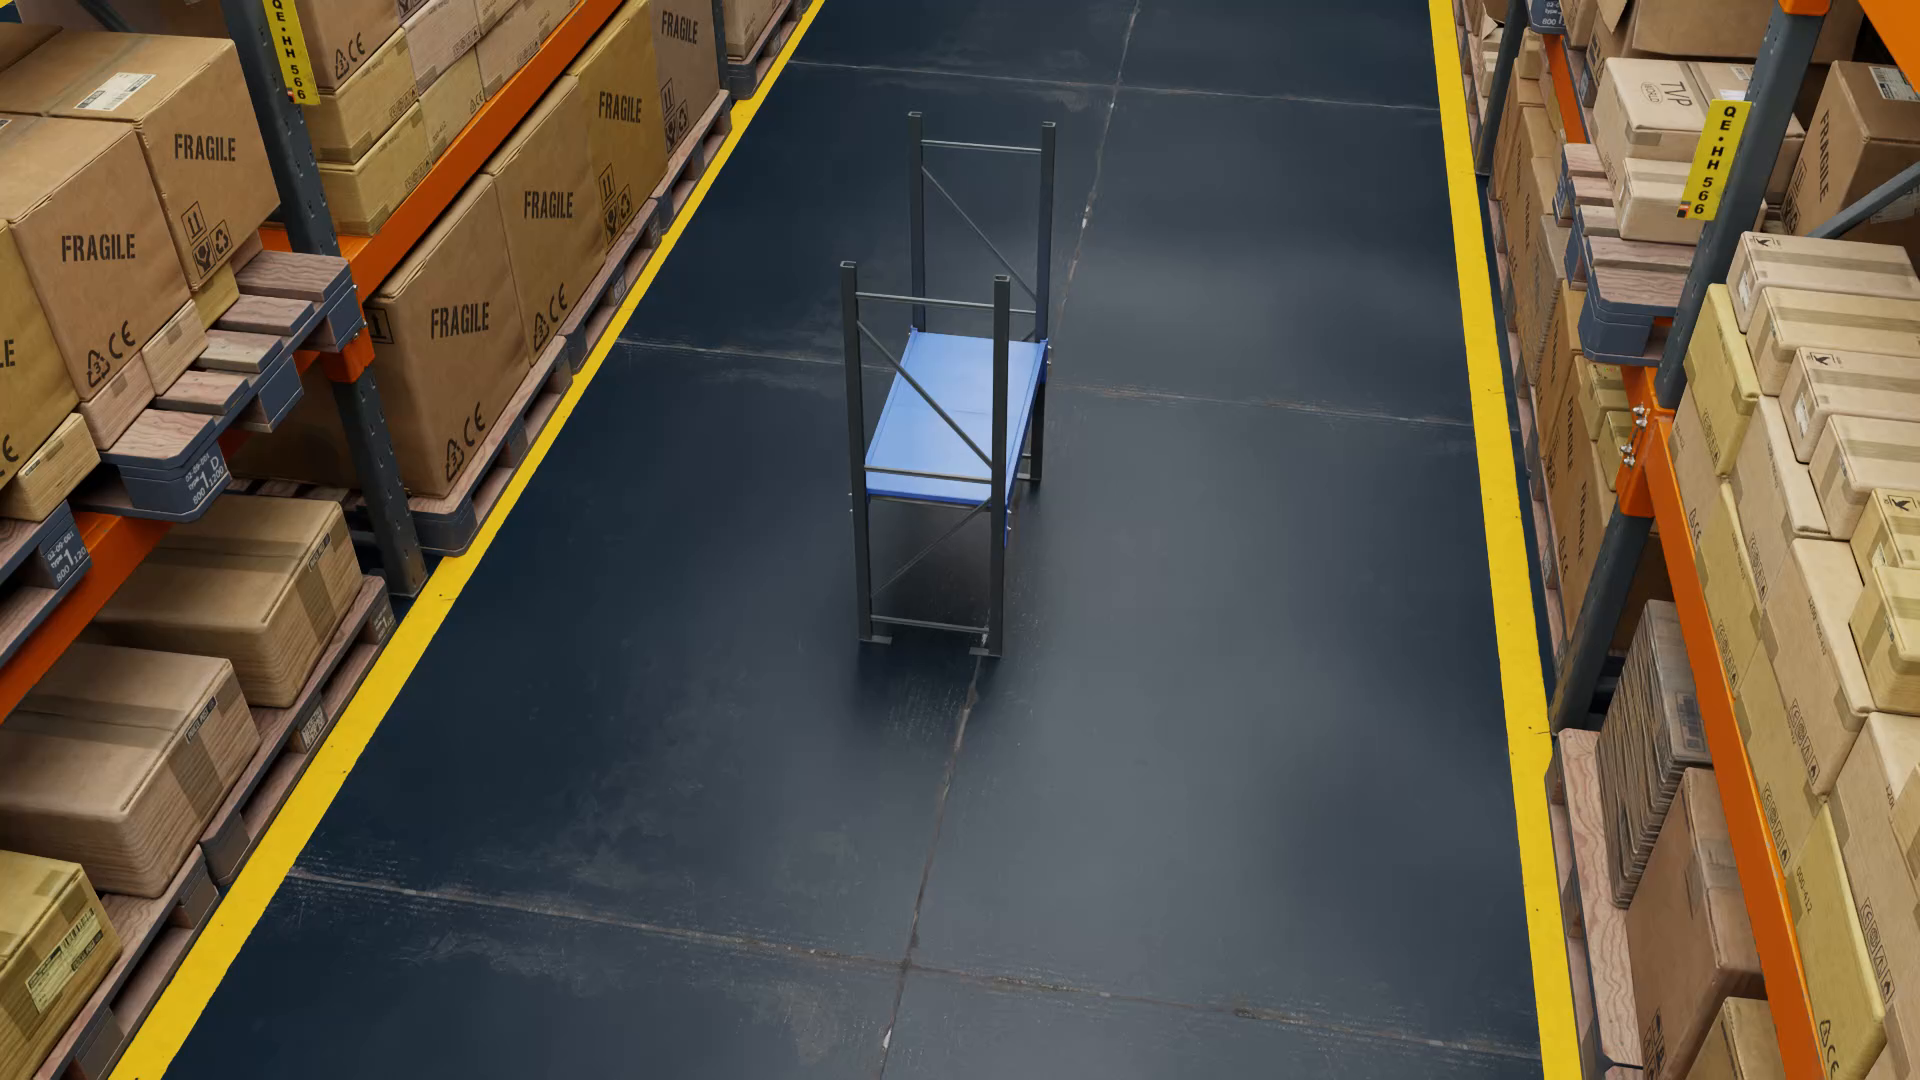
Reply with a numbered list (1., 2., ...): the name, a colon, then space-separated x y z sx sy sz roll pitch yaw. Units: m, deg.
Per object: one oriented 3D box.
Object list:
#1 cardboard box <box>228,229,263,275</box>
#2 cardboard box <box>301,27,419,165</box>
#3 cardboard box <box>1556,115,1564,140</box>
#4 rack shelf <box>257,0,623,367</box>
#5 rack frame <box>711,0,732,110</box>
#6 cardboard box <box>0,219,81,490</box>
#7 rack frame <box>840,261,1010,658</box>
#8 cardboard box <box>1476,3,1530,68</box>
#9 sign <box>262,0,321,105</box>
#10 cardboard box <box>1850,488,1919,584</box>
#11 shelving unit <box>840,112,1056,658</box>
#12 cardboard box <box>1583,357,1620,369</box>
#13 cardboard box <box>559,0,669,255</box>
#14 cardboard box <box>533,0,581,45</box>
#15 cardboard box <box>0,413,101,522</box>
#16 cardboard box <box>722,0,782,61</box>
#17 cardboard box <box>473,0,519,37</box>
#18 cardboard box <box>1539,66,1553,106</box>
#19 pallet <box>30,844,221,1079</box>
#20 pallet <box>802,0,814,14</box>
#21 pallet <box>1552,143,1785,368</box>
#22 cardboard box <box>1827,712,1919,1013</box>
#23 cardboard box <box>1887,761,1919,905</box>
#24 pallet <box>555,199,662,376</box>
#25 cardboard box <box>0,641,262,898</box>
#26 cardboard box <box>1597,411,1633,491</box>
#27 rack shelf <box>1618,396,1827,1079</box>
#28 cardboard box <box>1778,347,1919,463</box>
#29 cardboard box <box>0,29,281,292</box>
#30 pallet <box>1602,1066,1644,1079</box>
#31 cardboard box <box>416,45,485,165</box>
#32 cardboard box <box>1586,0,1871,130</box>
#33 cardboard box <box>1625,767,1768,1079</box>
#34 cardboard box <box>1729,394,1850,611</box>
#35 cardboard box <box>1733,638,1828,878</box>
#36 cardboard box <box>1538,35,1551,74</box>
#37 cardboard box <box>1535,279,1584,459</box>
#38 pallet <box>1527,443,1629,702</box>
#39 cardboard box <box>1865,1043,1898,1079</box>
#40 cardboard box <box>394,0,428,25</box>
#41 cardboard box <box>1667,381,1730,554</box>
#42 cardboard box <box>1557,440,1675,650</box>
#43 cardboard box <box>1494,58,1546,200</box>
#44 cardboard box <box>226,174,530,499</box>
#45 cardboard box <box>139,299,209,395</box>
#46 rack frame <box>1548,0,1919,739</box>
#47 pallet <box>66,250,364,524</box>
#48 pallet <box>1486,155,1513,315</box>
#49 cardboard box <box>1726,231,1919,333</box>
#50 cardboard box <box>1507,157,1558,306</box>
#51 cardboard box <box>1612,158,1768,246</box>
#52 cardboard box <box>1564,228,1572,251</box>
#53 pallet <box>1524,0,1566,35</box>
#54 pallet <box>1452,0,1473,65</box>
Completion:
1. cardboard box: -2.269 -0.867 4.812 0.380 0.149 0.250 8 40 9
2. cardboard box: -2.113 -1.459 5.386 0.500 0.250 0.500 6 40 7
3. cardboard box: 2.774 -1.733 7.116 0.380 0.149 0.250 6 40 7
4. rack shelf: -2.098 -2.011 6.893 1.077 0.370 4.000 6 40 8
5. rack frame: -1.752 -3.544 8.182 1.000 3.000 0.127 6 40 8
6. cardboard box: -2.414 -0.390 3.726 0.500 0.500 0.500 4 40 5
7. rack frame: -0.103 -0.205 5.321 0.500 1.500 0.032 6 40 8
8. cardboard box: 3.006 -2.713 8.994 0.396 0.266 0.258 8 40 9
9. sign: -1.908 -1.395 4.737 0.100 0.325 0.005 6 40 8
10. cardboard box: 1.989 0.049 3.249 0.380 0.149 0.250 7 40 8
11. shelving unit: -0.015 -0.524 5.707 0.538 1.500 1.048 6 40 8
12. cardboard box: 2.387 -0.610 5.757 0.380 0.149 0.250 5 40 6
13. cardboard box: -1.929 -1.921 7.557 0.875 0.875 0.875 7 40 9
14. cardboard box: -1.862 -2.218 6.696 0.500 0.250 0.500 6 40 8
15. cardboard box: -2.329 -0.196 4.001 0.380 0.149 0.250 7 40 8
16. cardboard box: -1.538 -3.100 9.327 0.875 0.438 0.875 6 40 7
17. cardboard box: -1.924 -2.095 6.155 0.500 0.250 0.500 6 40 8
18. cardboard box: 2.841 -2.069 7.522 0.380 0.149 0.250 5 40 6
19. pallet: -2.794 1.295 4.518 1.003 0.211 1.213 6 40 8
20. pallet: -1.335 -3.706 10.566 1.003 0.211 1.213 6 40 8
21. pallet: 2.493 -0.848 5.072 1.213 0.211 1.003 6 40 8
22. cardboard box: 1.868 0.592 2.905 0.500 0.250 0.500 7 40 8
23. cardboard box: 1.755 0.514 2.686 0.380 0.149 0.250 5 40 6
24. pallet: -2.020 -1.209 7.546 1.003 0.211 1.213 6 40 8
25. cardboard box: -2.672 0.635 4.861 0.950 0.372 0.625 6 40 7
26. cardboard box: 2.281 -0.275 5.351 0.380 0.149 0.250 5 40 5
27. rack shelf: 2.099 1.044 3.198 1.077 0.370 4.000 6 40 8
28. cardboard box: 2.036 -0.278 3.644 0.380 0.149 0.250 7 40 9
29. cardboard box: -2.249 -1.033 4.503 0.500 0.500 0.500 5 40 6
30. pallet: 2.051 1.862 3.832 1.003 0.211 1.213 6 40 8
31. cardboard box: -2.040 -1.579 5.924 0.500 0.250 0.500 5 40 6
32. cardboard box: 2.545 -1.735 5.584 0.797 0.503 0.637 6 40 7
33. cardboard box: 2.218 1.066 4.141 0.875 0.625 0.625 8 40 9
34. cardboard box: 2.040 -0.058 3.691 0.500 0.250 0.500 8 40 9
35. cardboard box: 1.953 0.460 3.457 0.500 0.250 0.500 5 40 6
36. cardboard box: 2.815 -2.198 7.444 0.380 0.149 0.250 5 40 6
37. cardboard box: 2.491 -0.618 6.275 0.500 0.500 0.500 8 40 10
38. pallet: 2.612 0.122 5.937 1.003 0.211 1.213 6 40 8
39. cardboard box: 1.780 1.110 2.671 0.500 0.250 0.500 7 40 8
40. cardboard box: -2.042 -2.052 5.515 0.500 0.500 0.500 7 40 8
41. cardboard box: 2.128 -0.179 4.230 0.500 0.250 0.500 7 40 8
42. cardboard box: 2.307 0.024 5.499 0.500 0.500 0.500 7 40 9
43. cardboard box: 2.832 -1.919 7.849 0.500 0.500 0.500 8 40 10
44. cardboard box: -2.243 -0.801 6.202 0.875 0.875 0.875 6 40 7
45. cardboard box: -2.244 -0.528 4.402 0.380 0.149 0.250 6 40 7
46. rack frame: 2.445 -0.489 4.487 1.000 3.000 0.127 6 40 8
47. pallet: -2.463 -0.501 4.652 1.213 0.211 1.003 6 40 8
48. pallet: 3.034 -1.409 7.789 1.003 0.211 1.213 6 40 8
49. cardboard box: 2.100 -0.610 4.046 0.380 0.149 0.250 8 40 9
50. cardboard box: 2.659 -1.271 7.065 0.500 0.500 0.500 5 40 6
51. cardboard box: 2.181 -1.008 4.983 0.380 0.149 0.250 7 40 8
52. cardboard box: 2.538 -1.104 6.354 0.380 0.149 0.250 5 40 6
53. pallet: 2.891 -2.435 6.992 1.003 0.211 1.213 6 40 8
54. pallet: 3.466 -3.123 9.862 1.003 0.211 1.213 6 40 8
